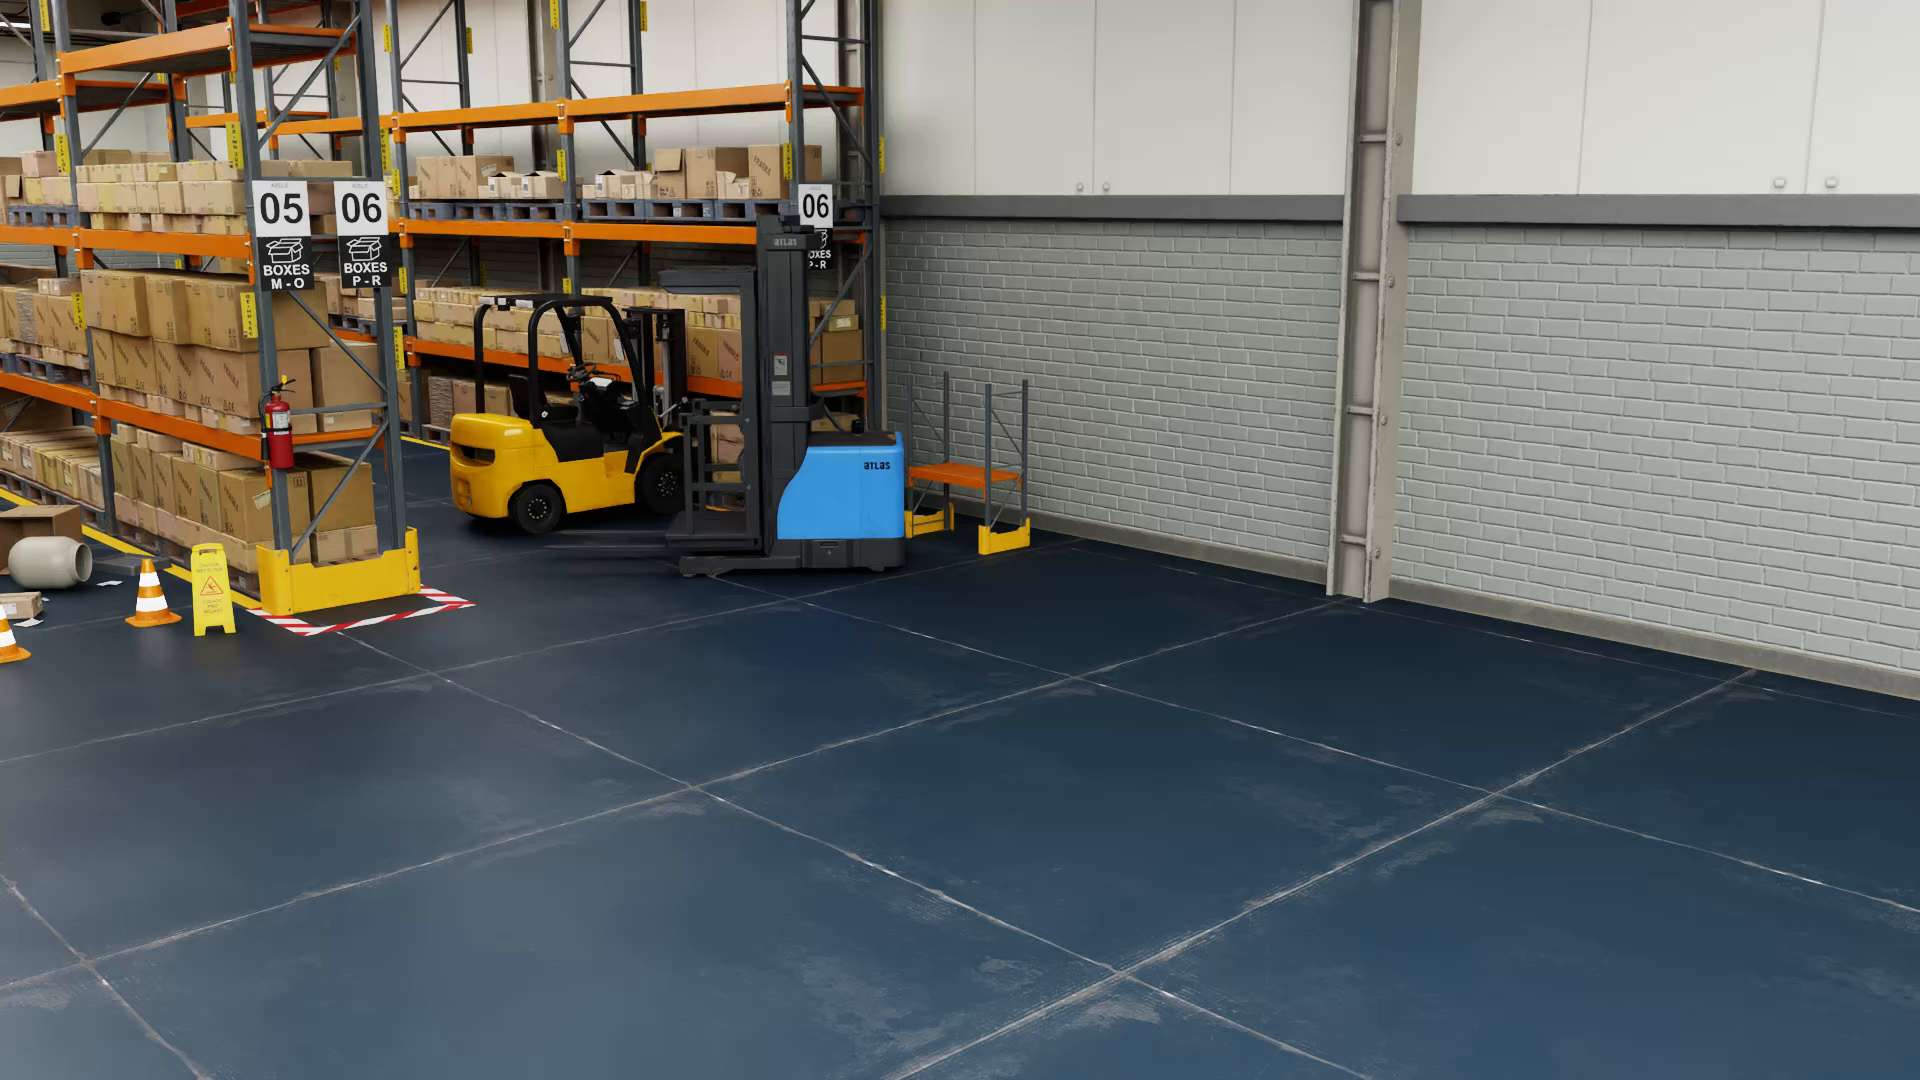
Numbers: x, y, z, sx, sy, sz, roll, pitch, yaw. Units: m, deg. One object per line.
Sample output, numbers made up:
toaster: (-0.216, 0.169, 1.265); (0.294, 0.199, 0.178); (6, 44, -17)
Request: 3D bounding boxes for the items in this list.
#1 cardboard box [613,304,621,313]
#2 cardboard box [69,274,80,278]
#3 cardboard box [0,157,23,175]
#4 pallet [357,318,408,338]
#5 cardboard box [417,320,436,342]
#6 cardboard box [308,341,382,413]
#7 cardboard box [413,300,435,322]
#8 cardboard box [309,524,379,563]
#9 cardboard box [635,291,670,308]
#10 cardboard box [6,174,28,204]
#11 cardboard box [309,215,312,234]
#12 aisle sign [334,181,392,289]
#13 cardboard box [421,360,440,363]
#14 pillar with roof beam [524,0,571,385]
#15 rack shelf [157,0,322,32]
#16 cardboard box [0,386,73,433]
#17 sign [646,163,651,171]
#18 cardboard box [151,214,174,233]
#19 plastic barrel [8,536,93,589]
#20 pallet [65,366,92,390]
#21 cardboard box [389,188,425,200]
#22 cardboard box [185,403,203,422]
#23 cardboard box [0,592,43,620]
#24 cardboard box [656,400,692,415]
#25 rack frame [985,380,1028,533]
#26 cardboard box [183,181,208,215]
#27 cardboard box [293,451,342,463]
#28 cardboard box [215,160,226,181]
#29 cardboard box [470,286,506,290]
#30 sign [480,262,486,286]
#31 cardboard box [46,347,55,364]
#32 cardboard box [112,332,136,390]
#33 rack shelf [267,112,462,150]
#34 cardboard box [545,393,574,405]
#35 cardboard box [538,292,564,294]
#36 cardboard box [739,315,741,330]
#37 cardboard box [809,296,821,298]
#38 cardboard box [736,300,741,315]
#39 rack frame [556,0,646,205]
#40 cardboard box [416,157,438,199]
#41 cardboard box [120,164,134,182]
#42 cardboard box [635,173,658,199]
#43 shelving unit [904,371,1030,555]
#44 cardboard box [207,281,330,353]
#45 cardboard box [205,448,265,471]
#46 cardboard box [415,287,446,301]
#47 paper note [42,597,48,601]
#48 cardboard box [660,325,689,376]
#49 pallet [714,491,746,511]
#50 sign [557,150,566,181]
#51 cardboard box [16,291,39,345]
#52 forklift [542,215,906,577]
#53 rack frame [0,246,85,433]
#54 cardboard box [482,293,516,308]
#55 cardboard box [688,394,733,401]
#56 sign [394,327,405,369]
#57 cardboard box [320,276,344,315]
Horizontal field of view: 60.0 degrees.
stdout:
cardboard box: (-3.524, -2.477, 17.982); (0.380, 0.149, 0.250); (-11, 16, -43)
cardboard box: (-8.950, -2.675, 17.167); (0.250, 0.149, 0.380); (11, 16, 42)
cardboard box: (-10.653, -3.916, 18.092); (0.637, 0.503, 0.797); (11, 16, 42)
pallet: (-7.215, -2.844, 22.095); (1.213, 0.211, 1.003); (-11, 16, -43)
cardboard box: (-6.567, -2.676, 21.178); (0.500, 0.250, 0.500); (-11, 16, -42)
cardboard box: (-4.886, -1.291, 13.099); (0.500, 0.500, 0.500); (-11, 16, -43)
cardboard box: (-6.585, -2.918, 21.111); (0.500, 0.250, 0.500); (-11, 16, -43)
cardboard box: (-5.116, -0.004, 13.609); (0.500, 0.250, 0.500); (-11, 16, -43)
cardboard box: (-3.198, -2.542, 17.561); (0.380, 0.149, 0.250); (-11, 16, -43)
cardboard box: (-9.210, -3.457, 16.908); (0.797, 0.503, 0.637); (-11, 16, -43)
cardboard box: (-4.999, -2.454, 12.918); (0.250, 0.149, 0.380); (11, 16, 43)
aisle sign: (-4.492, -2.296, 12.519); (0.394, 0.787, 0.004); (-11, 16, -43)
cardboard box: (-7.345, -2.387, 22.951); (0.250, 0.149, 0.380); (11, 16, 43)
pillar with roof beam: (-8.258, -5.122, 17.812); (9.100, 9.000, 0.400); (-11, 16, -43)
rack shelf: (-10.840, -7.938, 25.025); (1.077, 0.370, 4.000); (-11, 16, -43)
cardboard box: (-10.701, -1.434, 19.000); (0.875, 0.875, 0.875); (-11, 16, -43)
sign: (-3.534, -4.103, 18.823); (0.100, 0.325, 0.005); (-11, 16, -43)
cardboard box: (-6.301, -2.566, 13.460); (0.380, 0.149, 0.250); (-11, 16, -43)
plastic barrel: (-7.280, 0.183, 13.315); (0.512, 0.421, 0.421); (-1, 12, -4)
pallet: (-7.944, -1.610, 16.108); (1.003, 0.211, 1.213); (-11, 16, -43)
cardboard box: (-7.115, -4.458, 21.403); (0.380, 0.149, 0.250); (-10, 16, -41)
cardboard box: (-6.106, -1.067, 13.620); (0.380, 0.149, 0.250); (-11, 16, -43)
cardboard box: (-7.125, 0.498, 12.465); (0.380, 0.149, 0.250); (-3, 12, -13)
cardboard box: (-3.129, -1.352, 17.675); (0.500, 0.250, 0.500); (-10, 15, -41)
rack frame: (0.410, -0.648, 14.678); (0.500, 1.500, 0.032); (-11, 16, -43)
cardboard box: (-5.644, -2.643, 12.845); (0.500, 0.250, 0.500); (-11, 16, -43)
cardboard box: (-5.497, -0.450, 13.917); (0.500, 0.500, 0.500); (11, 16, 43)
cardboard box: (-5.356, -2.777, 12.506); (0.380, 0.149, 0.250); (-11, 16, -42)
cardboard box: (-6.064, -3.173, 21.364); (0.380, 0.149, 0.250); (-10, 16, -41)
sign: (-6.297, -3.493, 21.904); (0.100, 0.325, 0.005); (-11, 16, -43)
cardboard box: (-8.628, -1.802, 16.145); (0.380, 0.149, 0.250); (-11, 16, -42)
cardboard box: (-7.056, -1.594, 14.569); (0.500, 0.500, 0.500); (-11, 16, -43)
rack shelf: (-8.077, -5.530, 22.567); (1.077, 0.370, 4.000); (-11, 16, -43)
cardboard box: (-4.302, -1.382, 19.368); (0.875, 0.625, 0.625); (-10, 15, -40)
cardboard box: (-4.864, -2.906, 20.067); (0.380, 0.149, 0.250); (-11, 16, -43)
cardboard box: (-1.947, -2.139, 16.342); (0.380, 0.149, 0.250); (-11, 16, -42)
cardboard box: (-1.598, -2.352, 16.638); (0.380, 0.149, 0.250); (-10, 16, -41)
cardboard box: (-1.964, -2.282, 16.302); (0.380, 0.149, 0.250); (-10, 16, -41)
rack frame: (-3.934, -5.203, 18.204); (1.000, 3.000, 0.127); (-11, 16, -43)
cardboard box: (-6.372, -4.482, 20.599); (0.500, 0.500, 0.500); (-11, 16, -42)
cardboard box: (-6.793, -3.073, 13.944); (0.250, 0.149, 0.380); (11, 16, 43)
cardboard box: (-3.129, -3.664, 17.211); (0.258, 0.266, 0.396); (11, 16, 44)
shelving unit: (0.053, -0.723, 15.045); (0.587, 1.500, 1.083); (-11, 16, -43)
cardboard box: (-5.270, -1.717, 12.689); (0.500, 0.500, 0.700); (11, 16, 44)
cardboard box: (-5.803, -0.658, 13.315); (0.380, 0.149, 0.250); (-10, 15, -41)
cardboard box: (-6.689, -3.128, 21.142); (0.380, 0.149, 0.250); (-10, 15, -41)
paper note: (-7.148, 0.461, 12.985); (0.032, 0.001, 0.123); (-11, 16, -43)
cardboard box: (-2.762, -1.989, 17.222); (0.500, 0.500, 0.500); (-11, 16, -42)
pallet: (-1.730, -0.421, 16.770); (1.003, 0.211, 1.213); (-11, 16, -43)
sign: (-4.320, -4.064, 18.049); (0.100, 0.325, 0.005); (-11, 16, -43)
cardboard box: (-9.064, -2.233, 16.629); (0.500, 0.500, 0.500); (11, 16, 43)
forklift: (-1.984, -1.237, 13.991); (3.031, 2.935, 1.130); (-1, 12, -3)
rack frame: (-10.284, -2.156, 18.283); (1.000, 3.000, 0.127); (-11, 16, -43)
cardboard box: (-5.473, -2.861, 19.846); (0.250, 0.149, 0.380); (11, 16, 44)
cardboard box: (-2.754, -1.421, 18.009); (0.500, 0.250, 0.500); (-11, 16, -42)
sign: (-4.367, -1.488, 12.895); (0.100, 0.325, 0.005); (-11, 16, -43)
cardboard box: (-8.387, -3.395, 23.007); (0.700, 0.500, 0.500); (-11, 16, -43)
